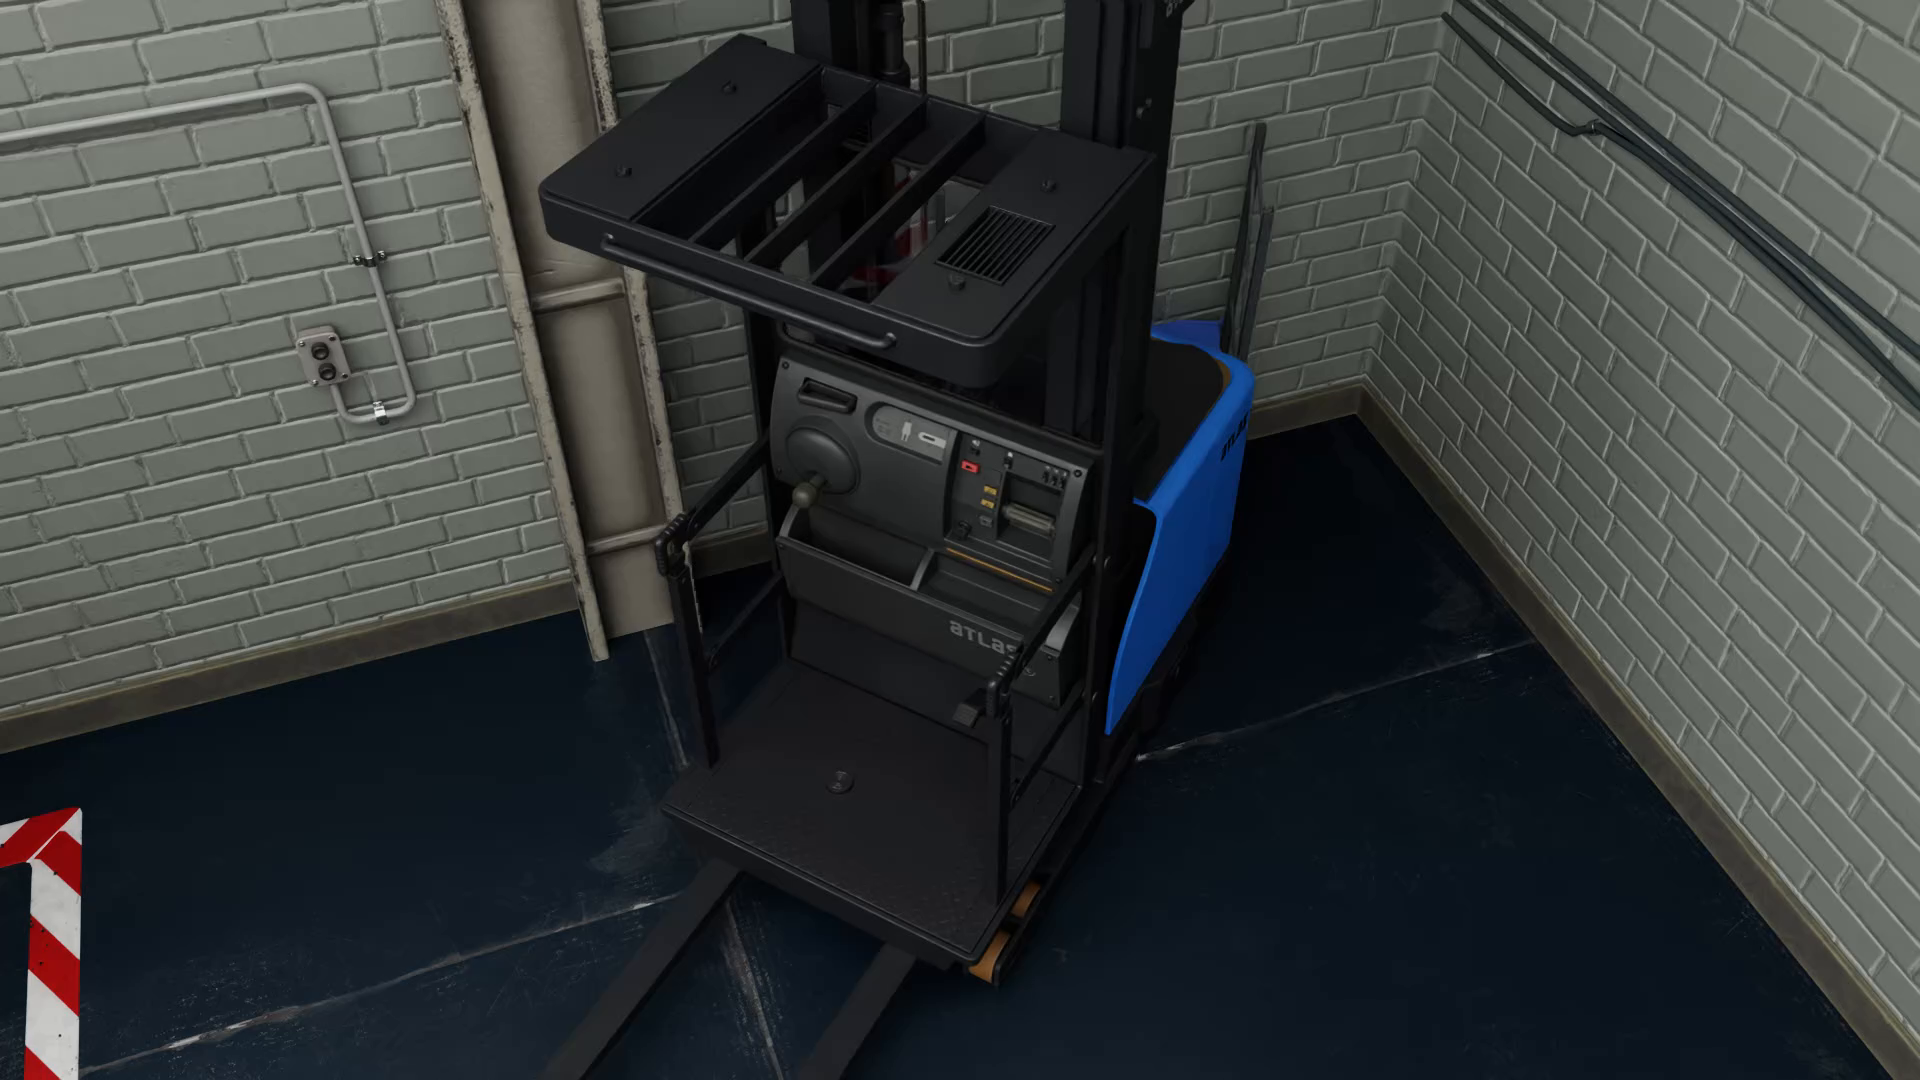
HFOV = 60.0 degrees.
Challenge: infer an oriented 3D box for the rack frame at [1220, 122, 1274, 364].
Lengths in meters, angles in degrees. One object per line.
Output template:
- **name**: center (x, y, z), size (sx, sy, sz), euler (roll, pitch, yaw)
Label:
- **rack frame**: center (0.964, -0.683, 5.854), size (0.032, 1.500, 0.500), euler (4, 47, 2)

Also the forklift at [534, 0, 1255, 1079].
- **forklift**: center (-0.201, -0.099, 4.279), size (1.130, 2.935, 3.031), euler (22, 49, 20)

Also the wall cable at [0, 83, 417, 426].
- **wall cable**: center (-2.510, -0.852, 4.265), size (1.851, 1.984, 0.084), euler (-14, 47, -14)

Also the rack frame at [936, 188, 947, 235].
- **rack frame**: center (-0.050, -0.747, 5.895), size (0.032, 1.500, 0.500), euler (4, 47, 2)

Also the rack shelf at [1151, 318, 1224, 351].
- **rack shelf**: center (0.455, -0.594, 6.007), size (1.000, 0.185, 0.538), euler (4, 47, 2)

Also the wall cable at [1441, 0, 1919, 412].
- **wall cable**: center (2.048, -1.699, 3.783), size (0.112, 2.526, 3.097), euler (-14, 47, -14)

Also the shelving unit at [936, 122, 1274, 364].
- **shelving unit**: center (0.457, -0.715, 5.875), size (1.048, 1.500, 0.538), euler (4, 47, 2)
